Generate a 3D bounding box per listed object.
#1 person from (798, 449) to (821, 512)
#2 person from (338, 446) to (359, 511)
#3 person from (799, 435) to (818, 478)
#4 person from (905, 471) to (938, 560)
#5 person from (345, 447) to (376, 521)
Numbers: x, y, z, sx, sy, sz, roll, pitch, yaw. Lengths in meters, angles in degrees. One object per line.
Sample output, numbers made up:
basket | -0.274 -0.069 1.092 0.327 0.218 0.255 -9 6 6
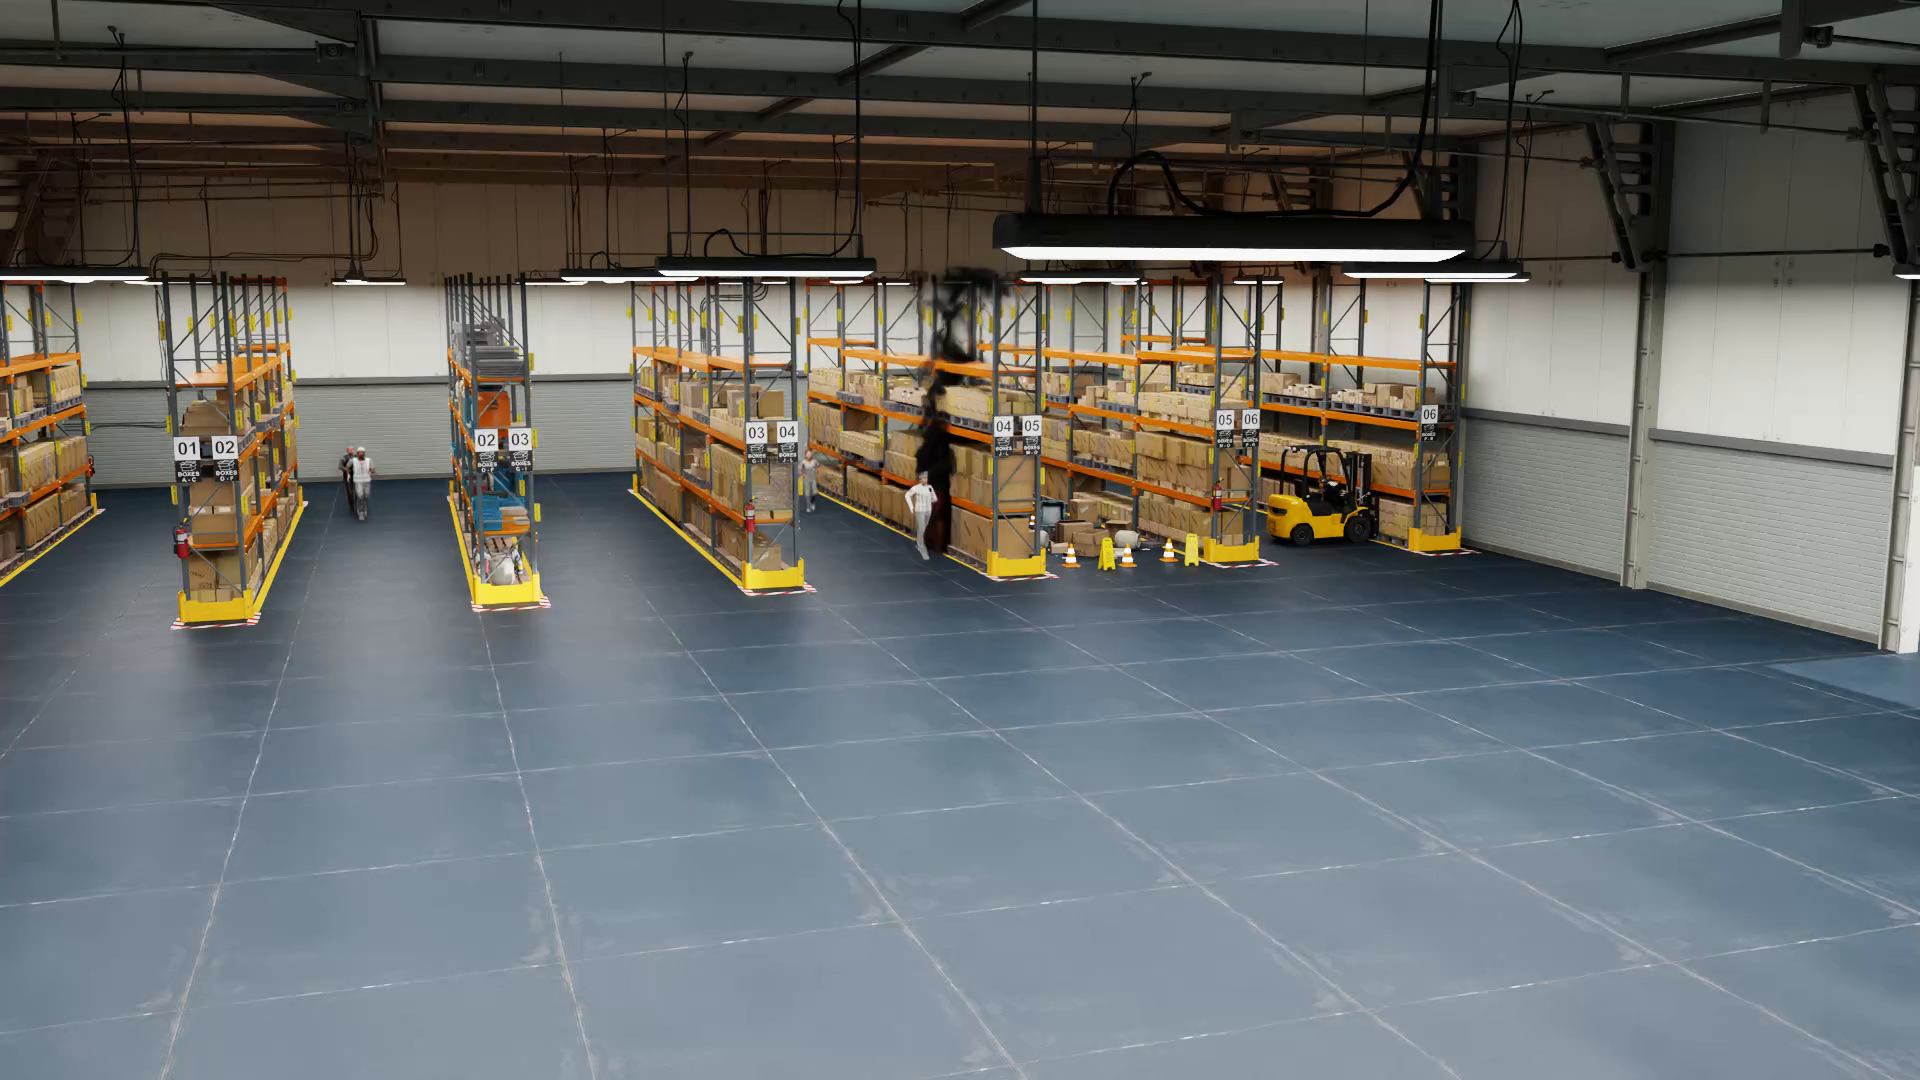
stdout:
person | -3.831 -1.507 42.559 0.603 1.624 0.569 -2 9 -14
person | -15.581 -1.529 42.603 0.638 1.779 0.763 -4 9 -23
person | -4.375 -2.580 49.326 0.938 1.790 0.691 -5 10 -30
person | -0.741 -0.514 34.060 0.580 1.804 0.706 -6 10 -34
person | -14.914 -1.407 41.481 0.662 1.841 0.776 -6 10 -33
